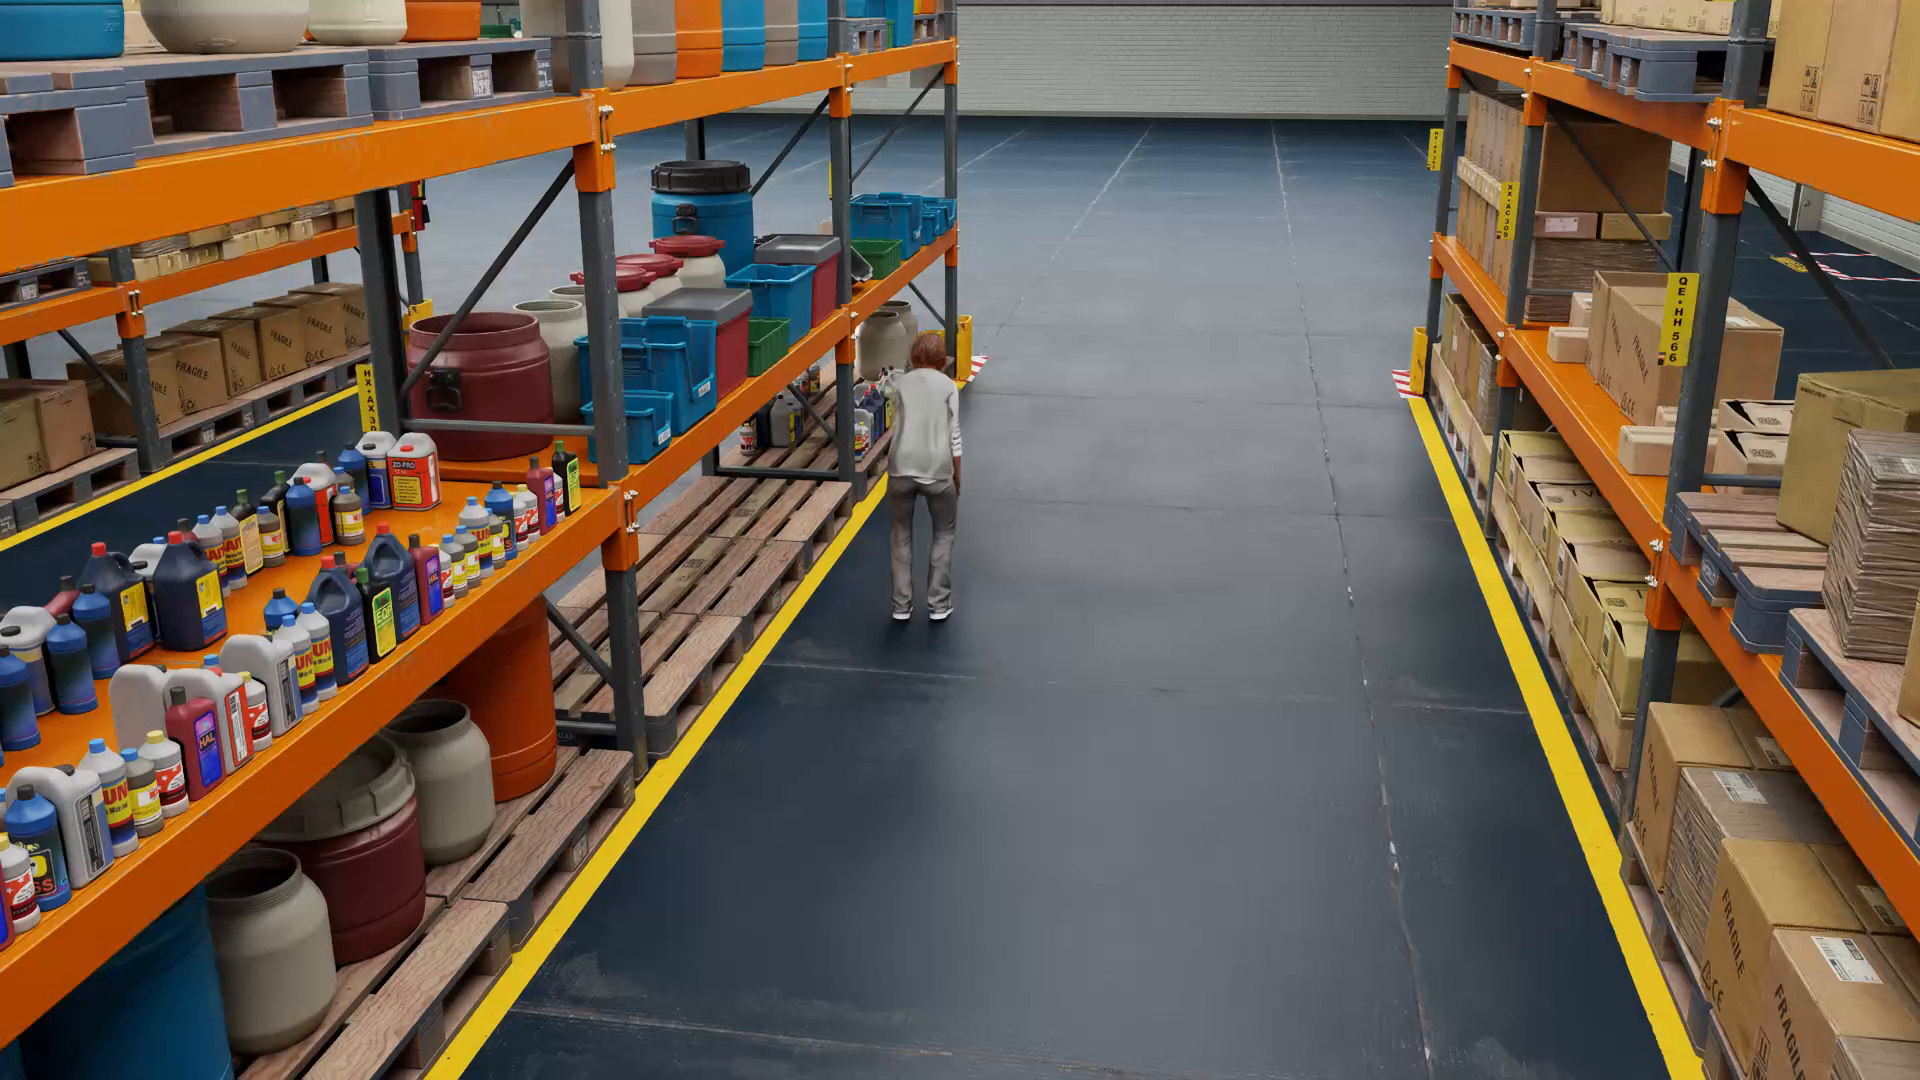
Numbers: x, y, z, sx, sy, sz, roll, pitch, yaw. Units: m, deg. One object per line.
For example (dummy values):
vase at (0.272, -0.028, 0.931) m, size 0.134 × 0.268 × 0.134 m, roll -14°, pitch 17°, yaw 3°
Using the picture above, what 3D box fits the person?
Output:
person at (-0.184, -0.319, 8.773) m, size 0.370 × 1.459 × 0.634 m, roll 3°, pitch 18°, yaw 8°
